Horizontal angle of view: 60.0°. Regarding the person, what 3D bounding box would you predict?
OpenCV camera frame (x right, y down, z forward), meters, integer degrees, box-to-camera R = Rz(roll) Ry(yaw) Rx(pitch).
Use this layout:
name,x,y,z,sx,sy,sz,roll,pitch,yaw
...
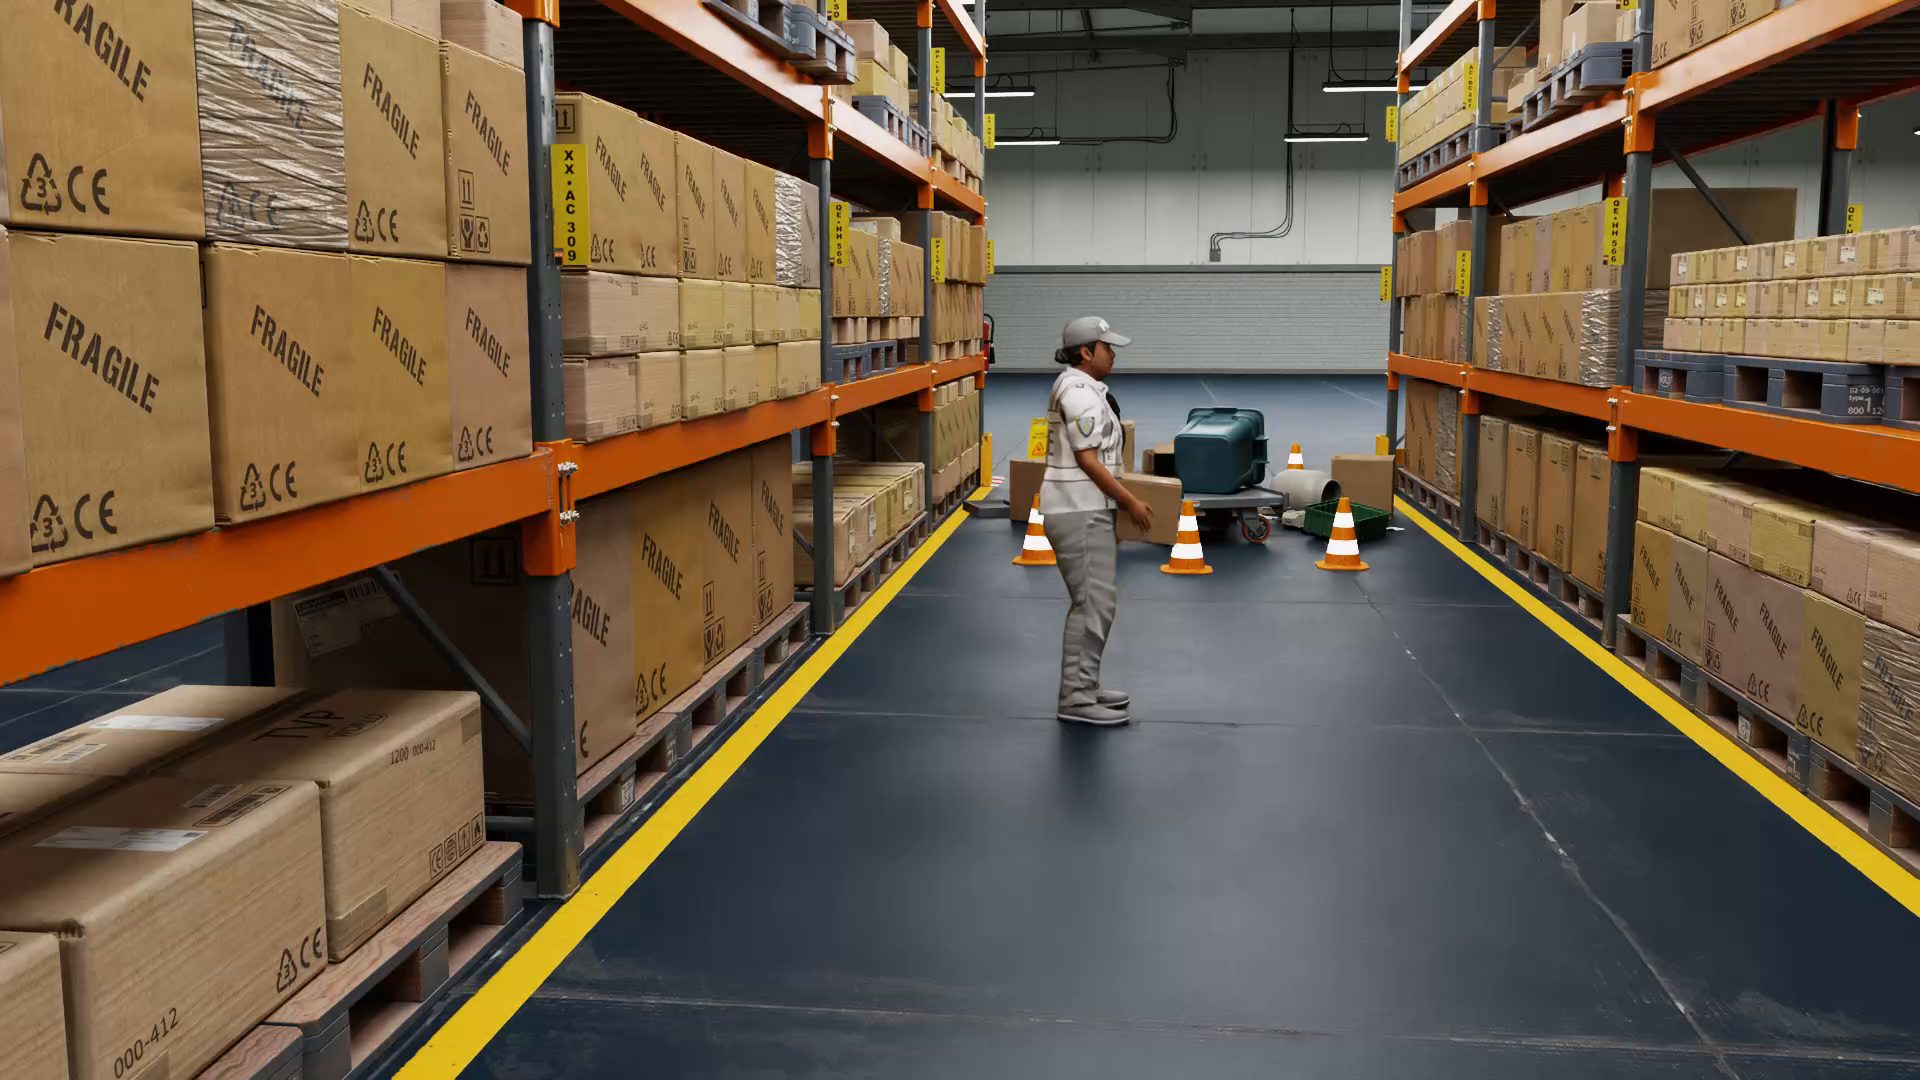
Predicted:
name,x,y,z,sx,sy,sz,roll,pitch,yaw
person,0.568,-0.094,6.952,0.490,1.671,0.493,1,8,6
